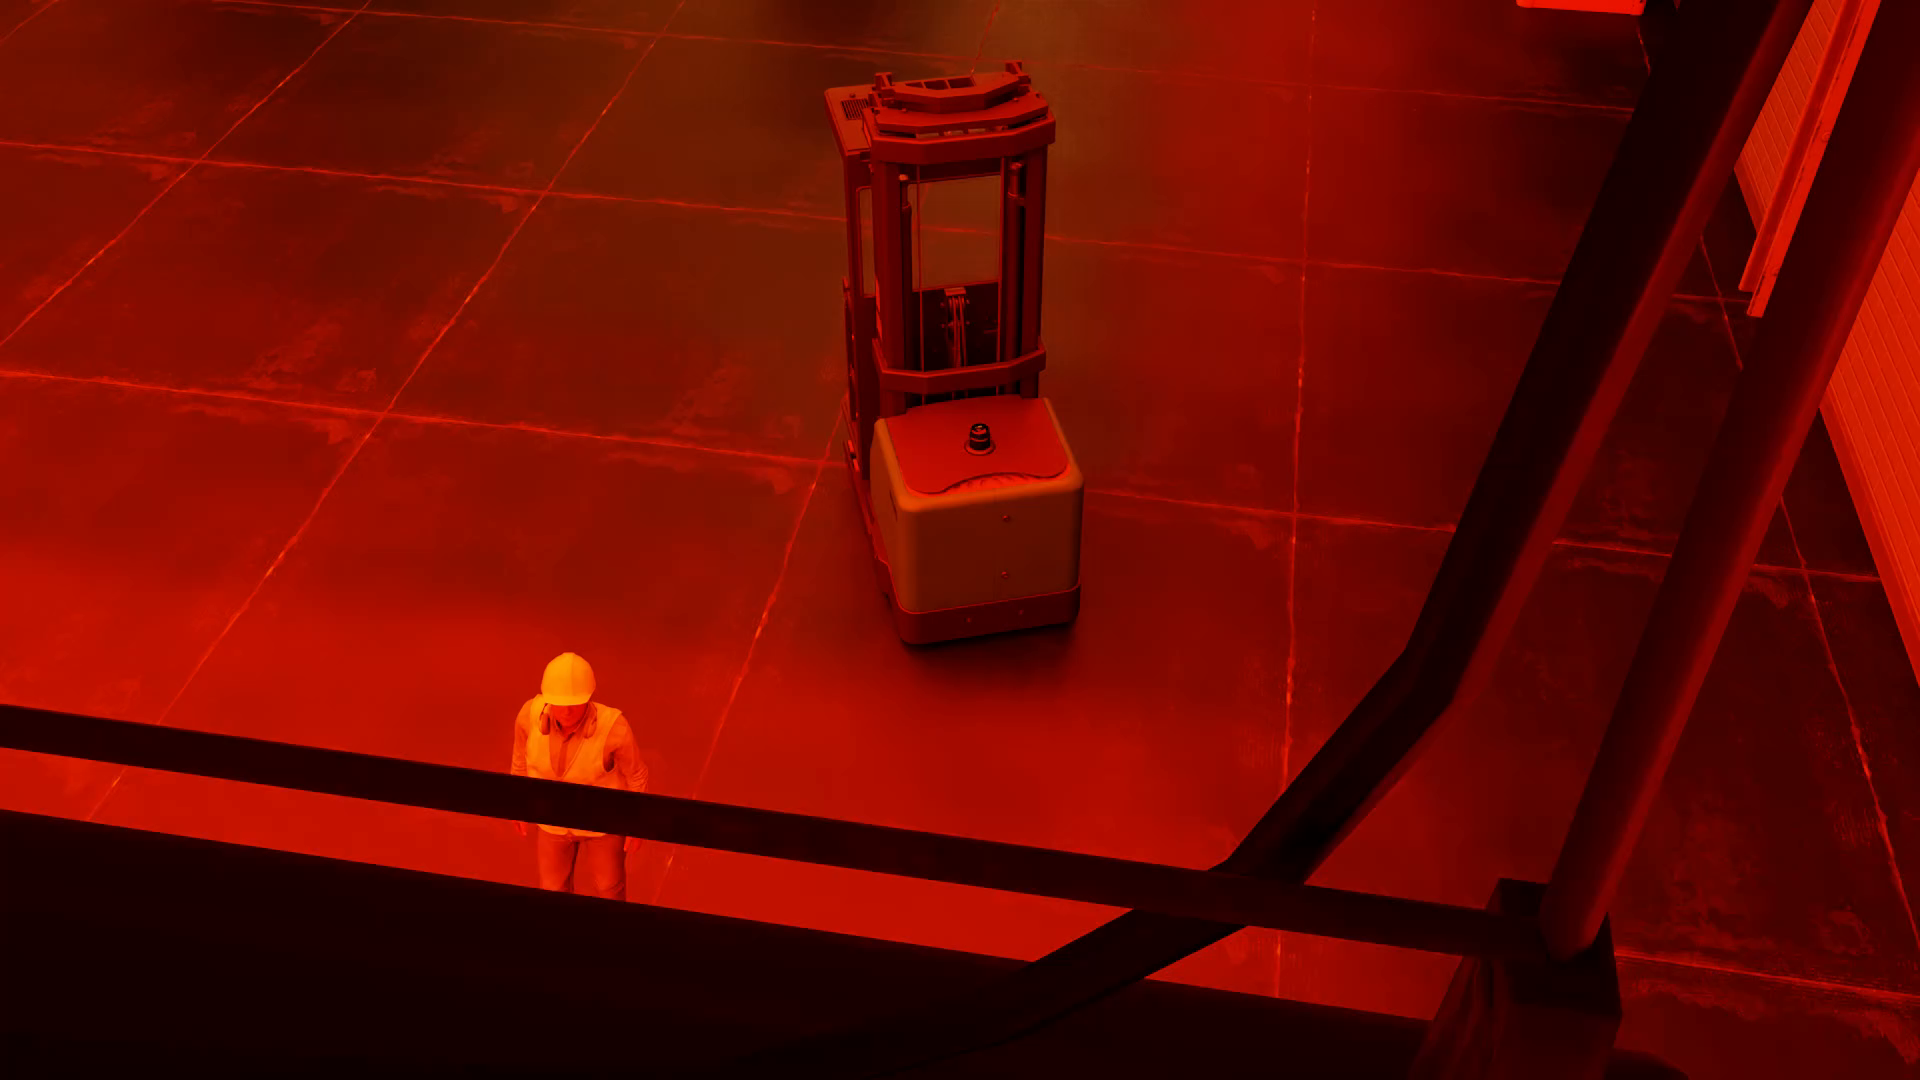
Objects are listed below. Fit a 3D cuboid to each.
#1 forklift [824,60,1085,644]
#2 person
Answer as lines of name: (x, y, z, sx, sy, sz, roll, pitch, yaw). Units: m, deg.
forklift: (-0.128, -1.496, 9.597, 1.130, 2.935, 3.031, -8, 42, -9)
person: (-1.687, 1.250, 7.315, 0.632, 1.773, 0.569, 5, 41, 5)
